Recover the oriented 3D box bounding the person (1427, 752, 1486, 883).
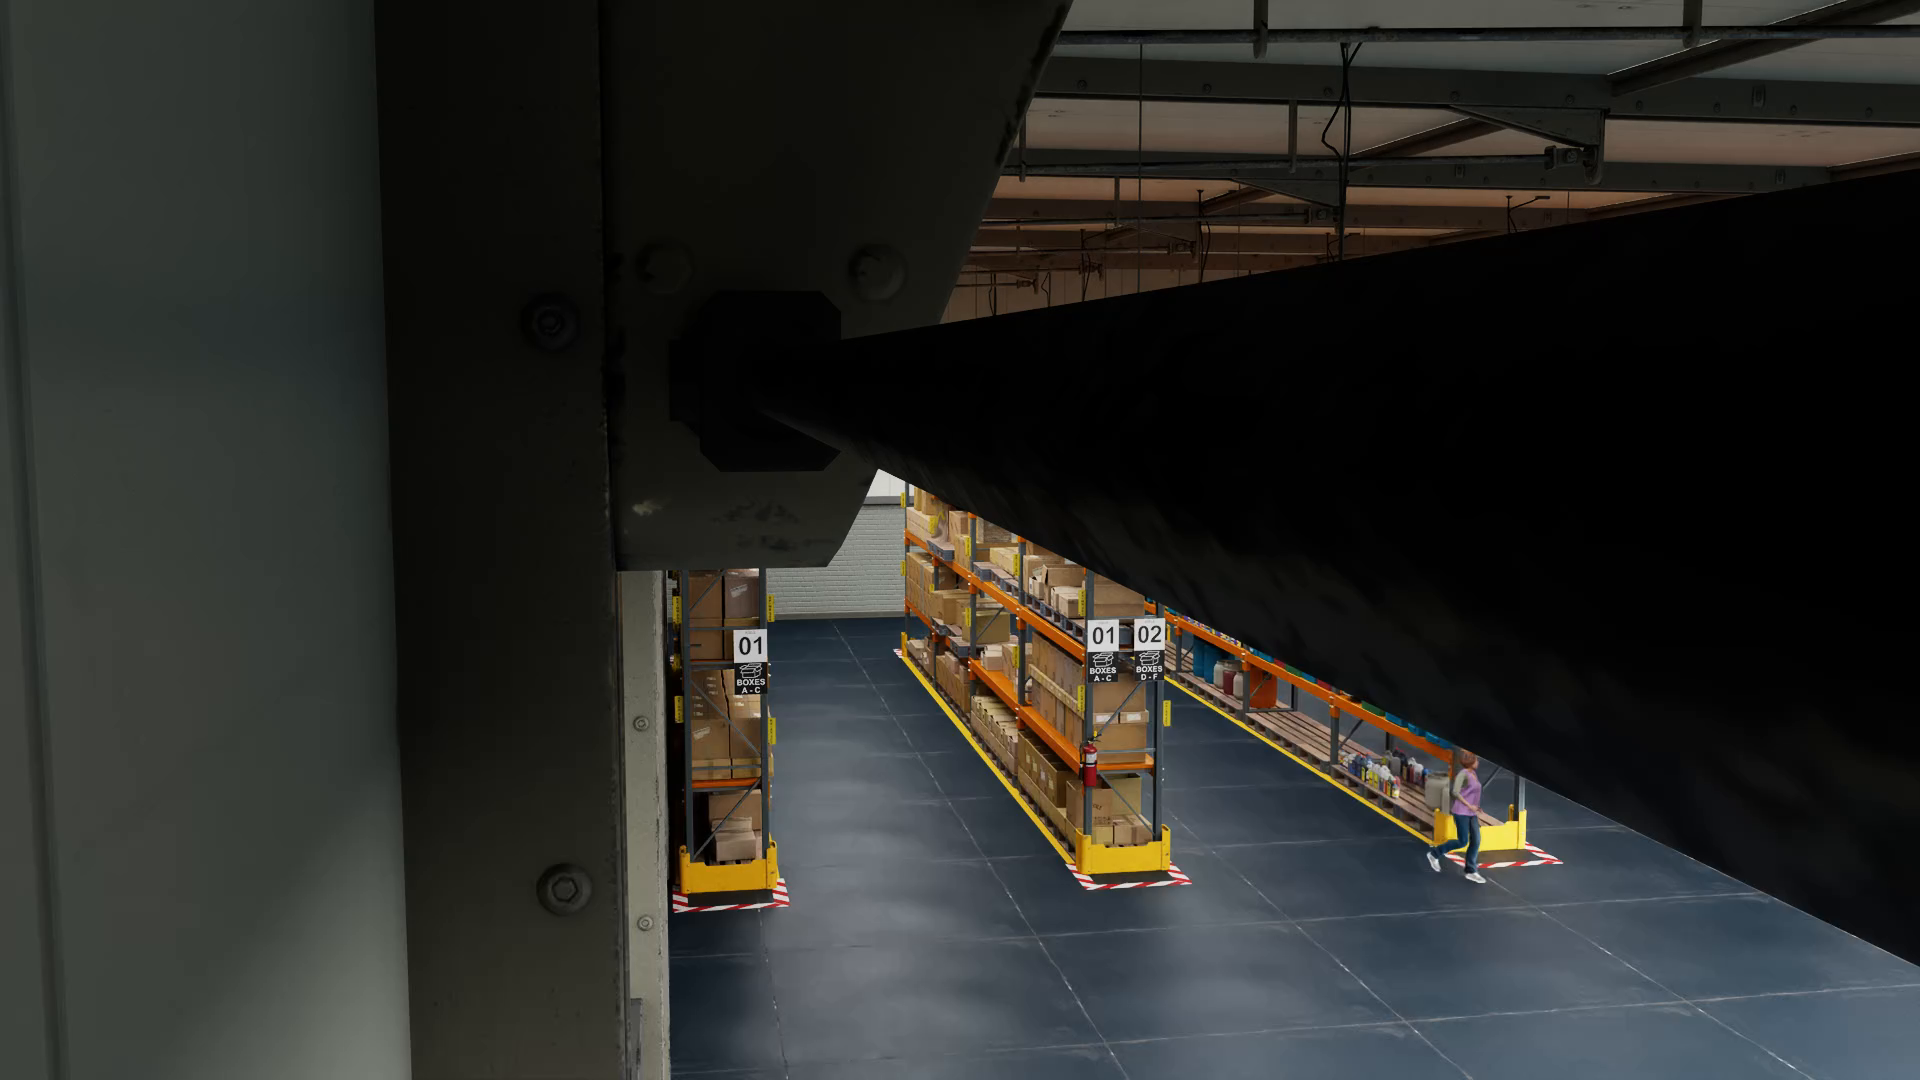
[{"bbox_3d":[6.275,3.409,20.714,0.739,1.566,0.608,4,7,36],"label":"person"}]
